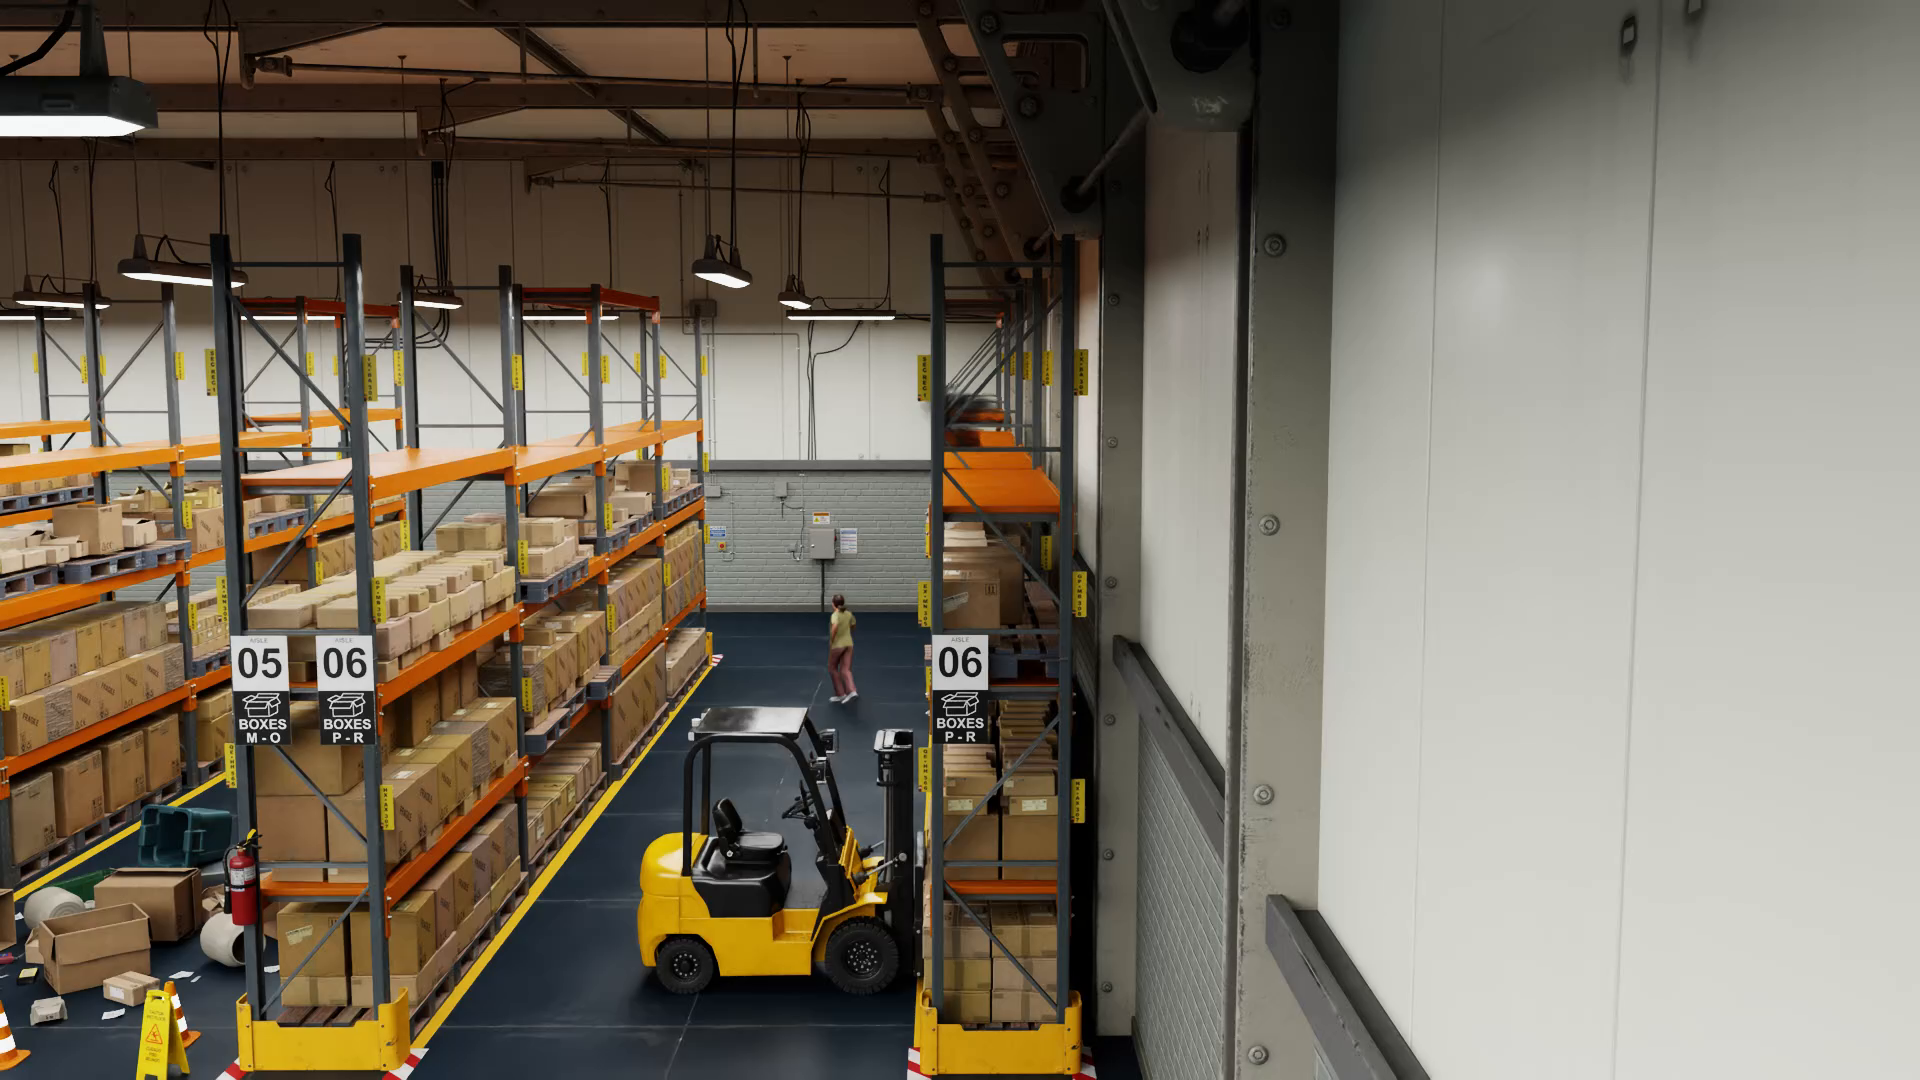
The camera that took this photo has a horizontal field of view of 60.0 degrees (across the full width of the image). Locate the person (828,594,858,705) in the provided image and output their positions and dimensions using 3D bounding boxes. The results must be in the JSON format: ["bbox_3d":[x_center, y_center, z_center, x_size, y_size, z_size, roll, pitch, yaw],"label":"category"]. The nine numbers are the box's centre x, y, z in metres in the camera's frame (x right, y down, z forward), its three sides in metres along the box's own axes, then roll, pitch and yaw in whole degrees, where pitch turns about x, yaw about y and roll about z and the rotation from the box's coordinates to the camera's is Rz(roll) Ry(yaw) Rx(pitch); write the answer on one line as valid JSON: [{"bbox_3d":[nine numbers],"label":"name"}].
[{"bbox_3d":[-1.682,1.632,24.598,0.549,1.641,0.832,-4,8,-35],"label":"person"}]
